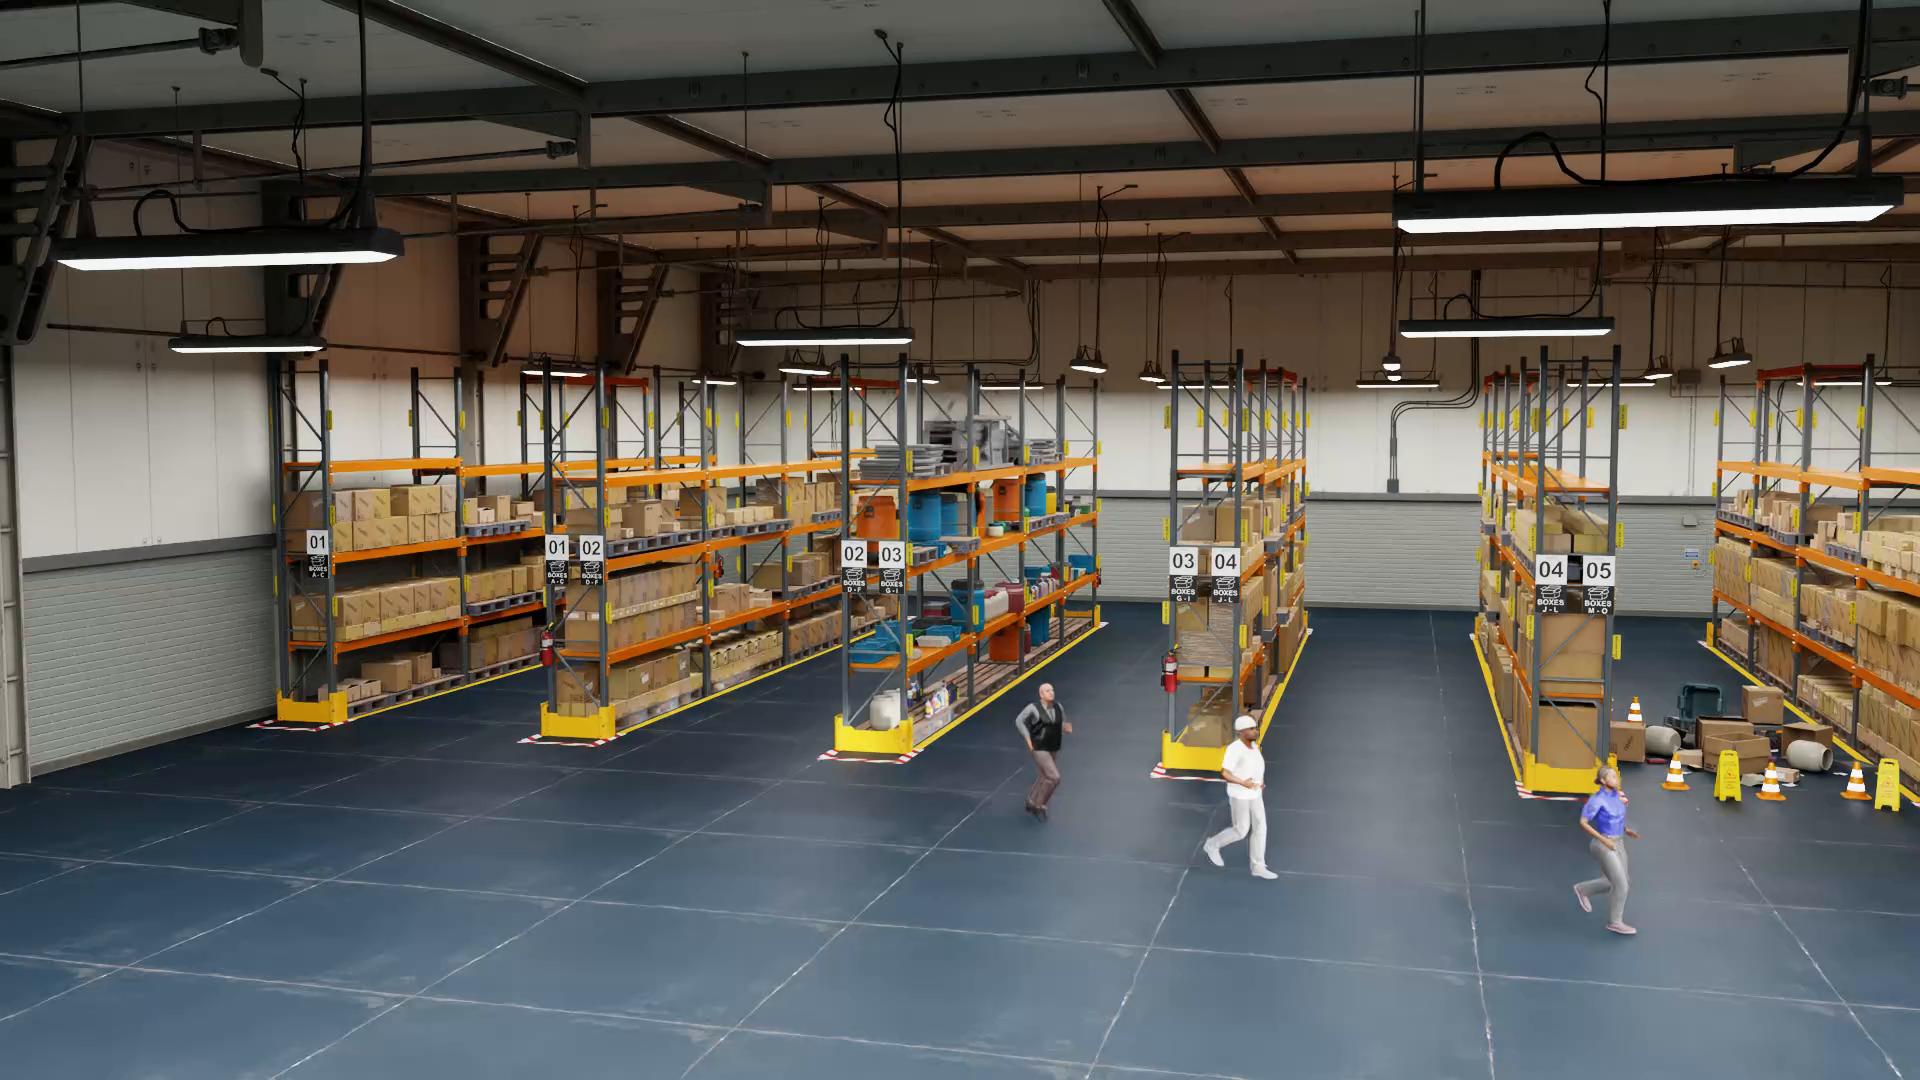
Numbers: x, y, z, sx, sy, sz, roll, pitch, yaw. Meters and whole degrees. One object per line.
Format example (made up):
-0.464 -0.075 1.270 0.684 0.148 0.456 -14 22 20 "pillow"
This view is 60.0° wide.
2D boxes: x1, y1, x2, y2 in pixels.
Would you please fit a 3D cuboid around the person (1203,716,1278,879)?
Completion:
3.102 2.795 18.234 0.879 1.750 0.714 3 5 40 "person"

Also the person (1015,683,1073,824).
1.094 2.665 20.814 0.628 1.759 0.730 -4 6 -42 "person"

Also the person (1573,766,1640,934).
6.335 3.020 16.369 0.581 1.608 0.701 -4 5 -41 "person"
